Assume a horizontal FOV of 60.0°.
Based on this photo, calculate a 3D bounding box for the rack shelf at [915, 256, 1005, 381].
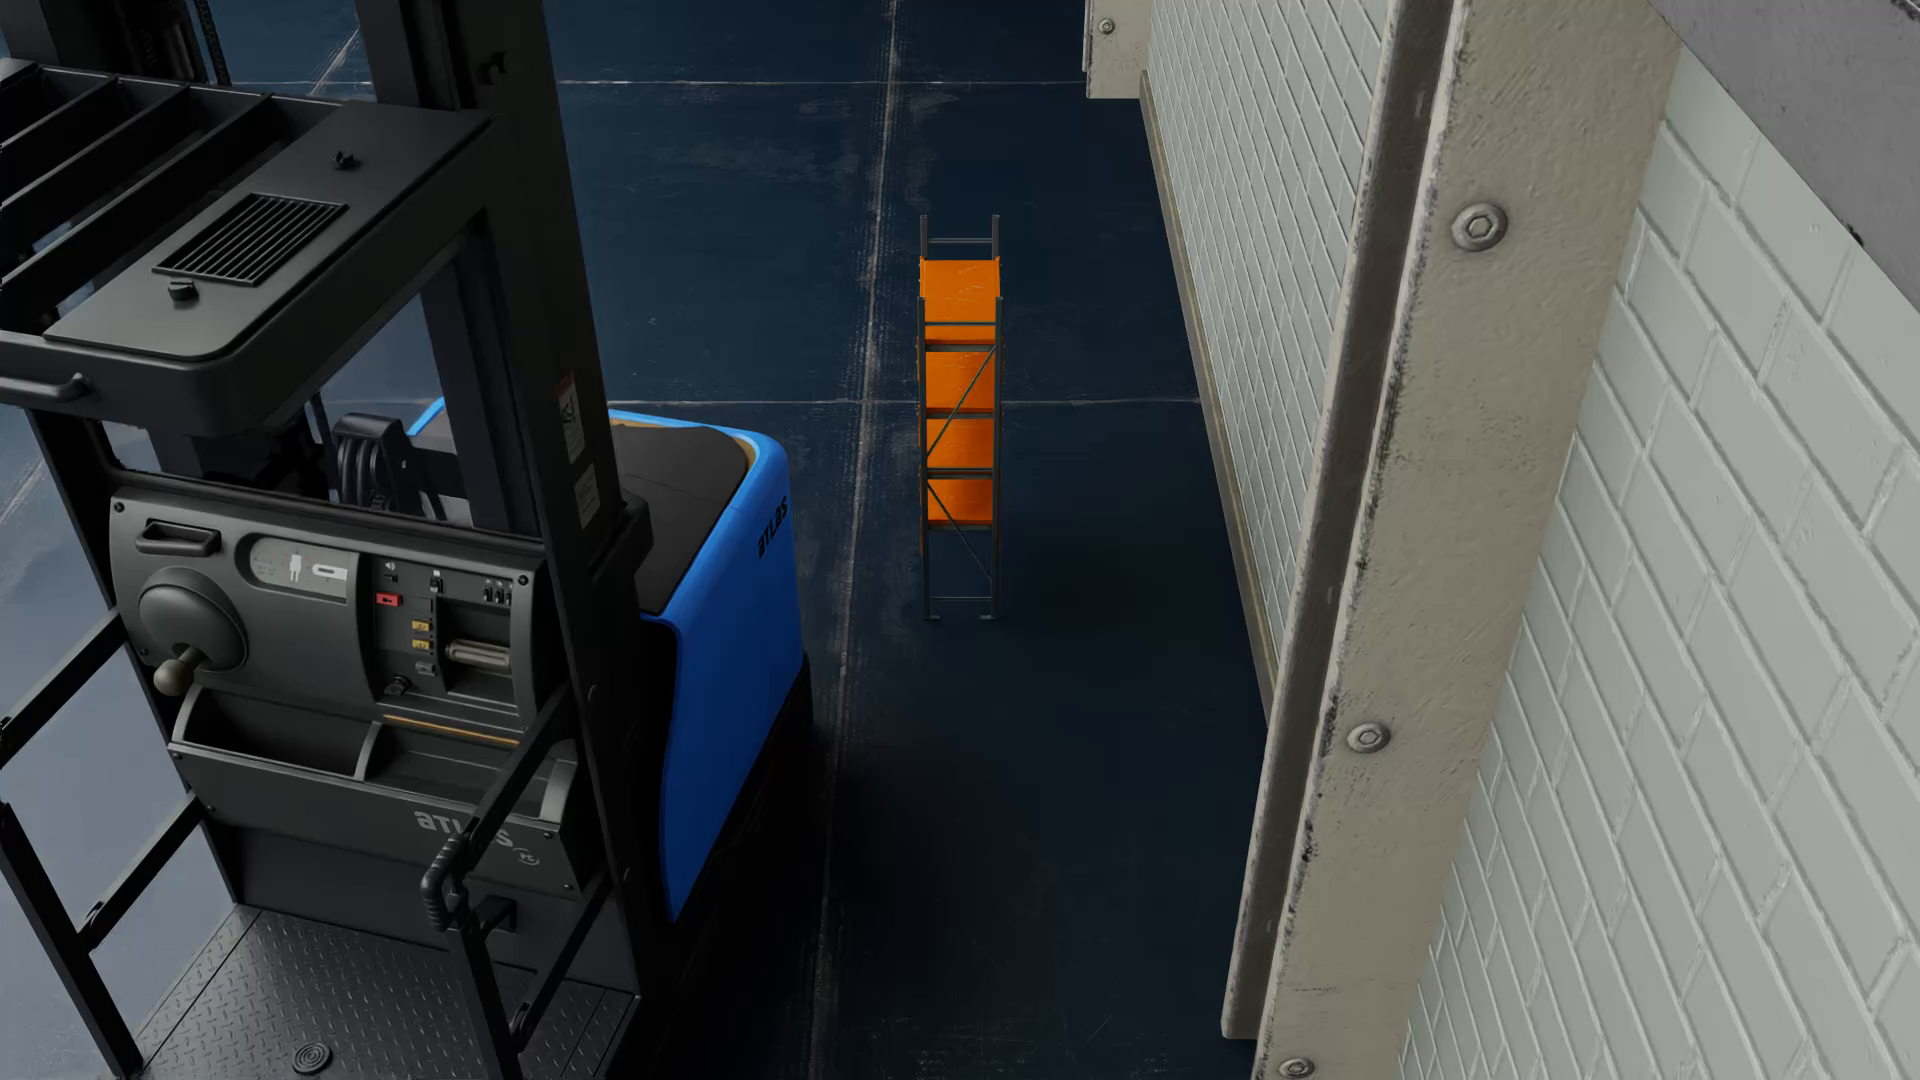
[{"bbox_3d":[0.000,-0.671,5.000,0.258,0.148,0.480,0,39,0],"label":"rack shelf"}]

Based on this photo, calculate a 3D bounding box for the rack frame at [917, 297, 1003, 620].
[{"bbox_3d":[0.000,-0.212,5.055,0.240,1.200,0.015,0,39,0],"label":"rack frame"}]

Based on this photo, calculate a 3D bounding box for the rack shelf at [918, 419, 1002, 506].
[{"bbox_3d":[0.000,-0.312,5.288,0.258,0.148,0.480,0,39,0],"label":"rack shelf"}]

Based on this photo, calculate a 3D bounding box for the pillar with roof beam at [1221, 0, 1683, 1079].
[{"bbox_3d":[-3.488,-2.167,1.258,9.100,9.000,0.400,0,39,0],"label":"pillar with roof beam"}]

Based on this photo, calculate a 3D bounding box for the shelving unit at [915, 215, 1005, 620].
[{"bbox_3d":[0.000,-0.365,5.246,0.258,1.200,0.503,0,39,0],"label":"shelving unit"}]

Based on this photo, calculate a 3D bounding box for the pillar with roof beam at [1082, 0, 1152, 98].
[{"bbox_3d":[-3.495,-5.919,5.940,9.100,9.000,0.400,0,39,0],"label":"pillar with roof beam"}]

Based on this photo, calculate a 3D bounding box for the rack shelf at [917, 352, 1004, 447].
[{"bbox_3d":[0.000,-0.487,5.148,0.258,0.148,0.480,0,39,0],"label":"rack shelf"}]

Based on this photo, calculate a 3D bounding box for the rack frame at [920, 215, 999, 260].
[{"bbox_3d":[0.000,-0.517,5.436,0.240,1.200,0.015,0,39,0],"label":"rack frame"}]

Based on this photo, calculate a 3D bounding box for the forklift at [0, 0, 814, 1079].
[{"bbox_3d":[-1.310,0.231,3.118,1.130,2.935,3.031,9,40,12],"label":"forklift"}]

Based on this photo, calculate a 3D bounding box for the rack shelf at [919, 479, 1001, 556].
[{"bbox_3d":[0.000,-0.157,5.412,0.258,0.148,0.480,0,39,0],"label":"rack shelf"}]
